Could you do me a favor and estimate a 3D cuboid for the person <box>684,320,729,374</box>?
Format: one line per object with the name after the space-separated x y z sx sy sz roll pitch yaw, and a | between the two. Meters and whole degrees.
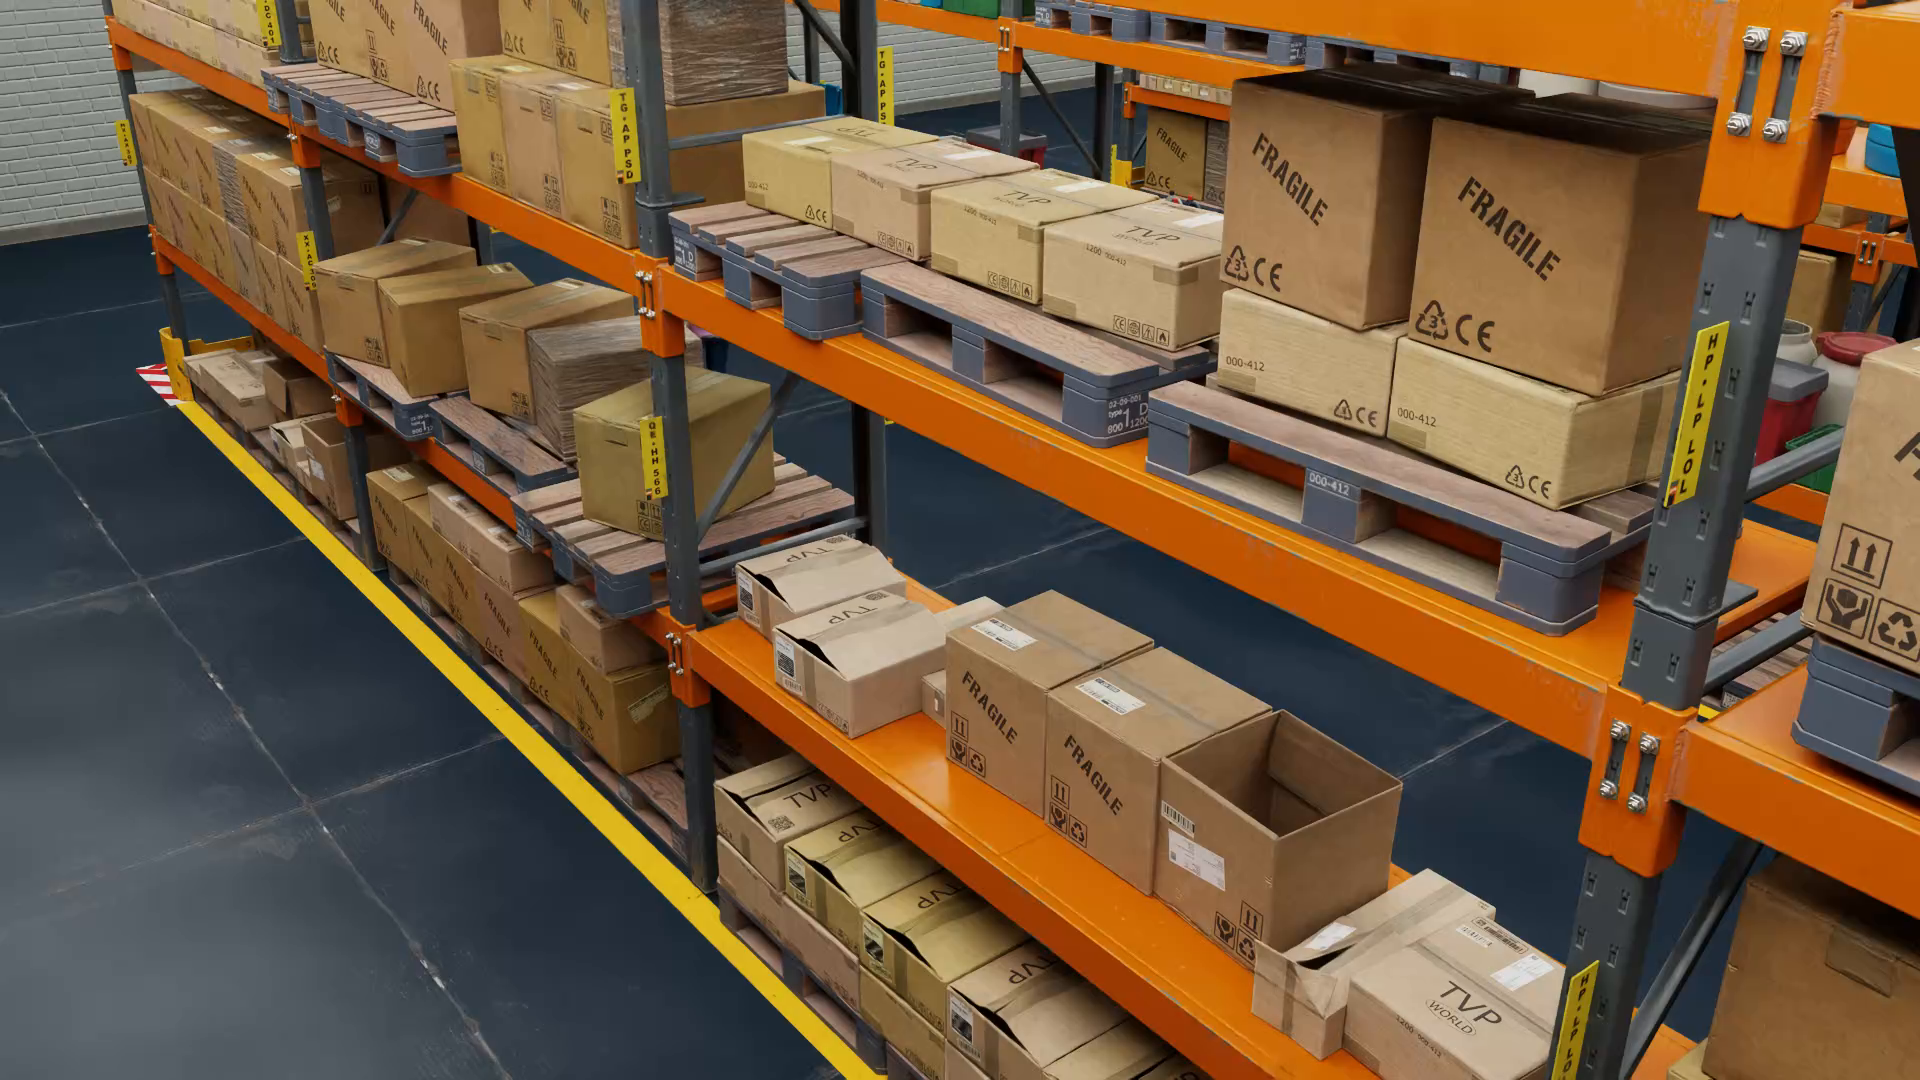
-1.811 -1.468 11.765 0.427 1.579 0.802 -9 27 -19 | person
